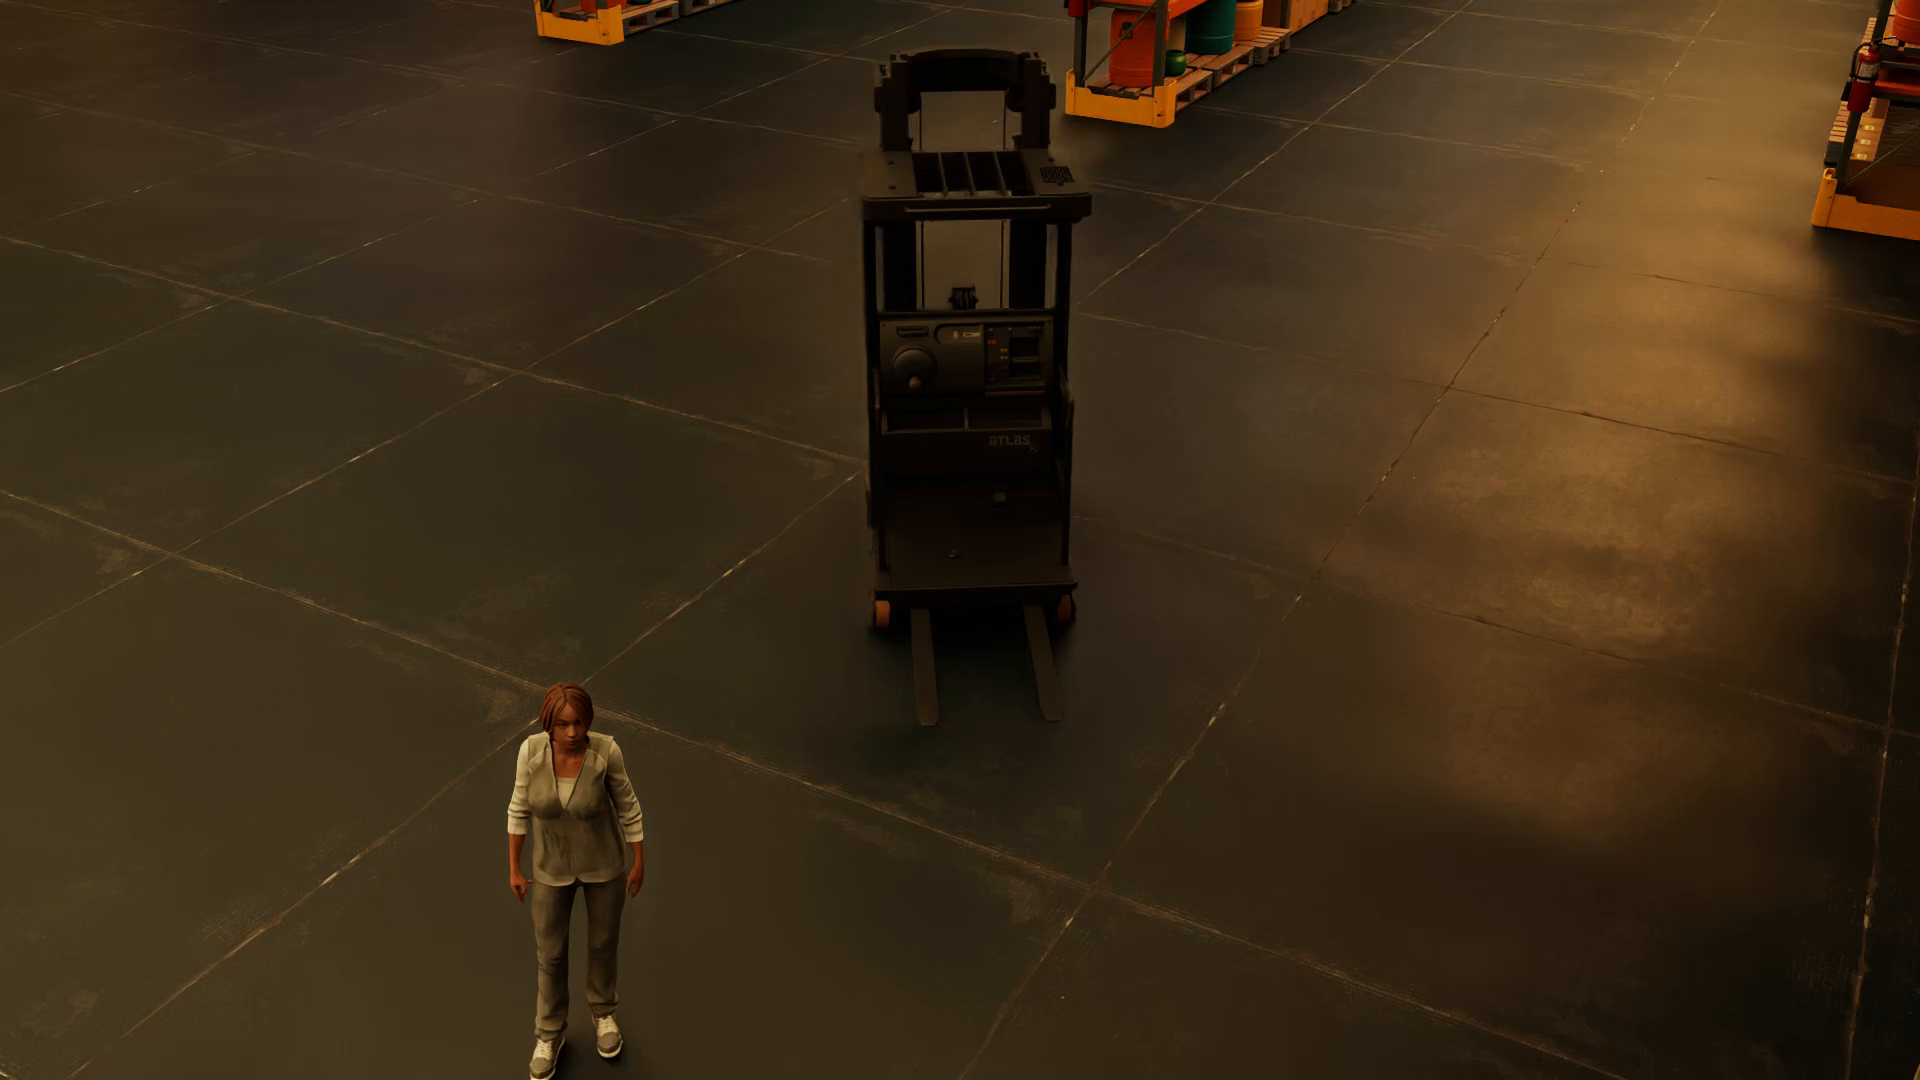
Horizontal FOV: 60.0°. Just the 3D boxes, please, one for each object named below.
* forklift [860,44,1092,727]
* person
[{"bbox_3d":[0.054,-0.947,8.712,1.130,2.935,3.031,-2,30,-3],"label":"forklift"},{"bbox_3d":[-1.426,1.274,6.187,0.517,1.599,0.471,-4,30,-7],"label":"person"}]
